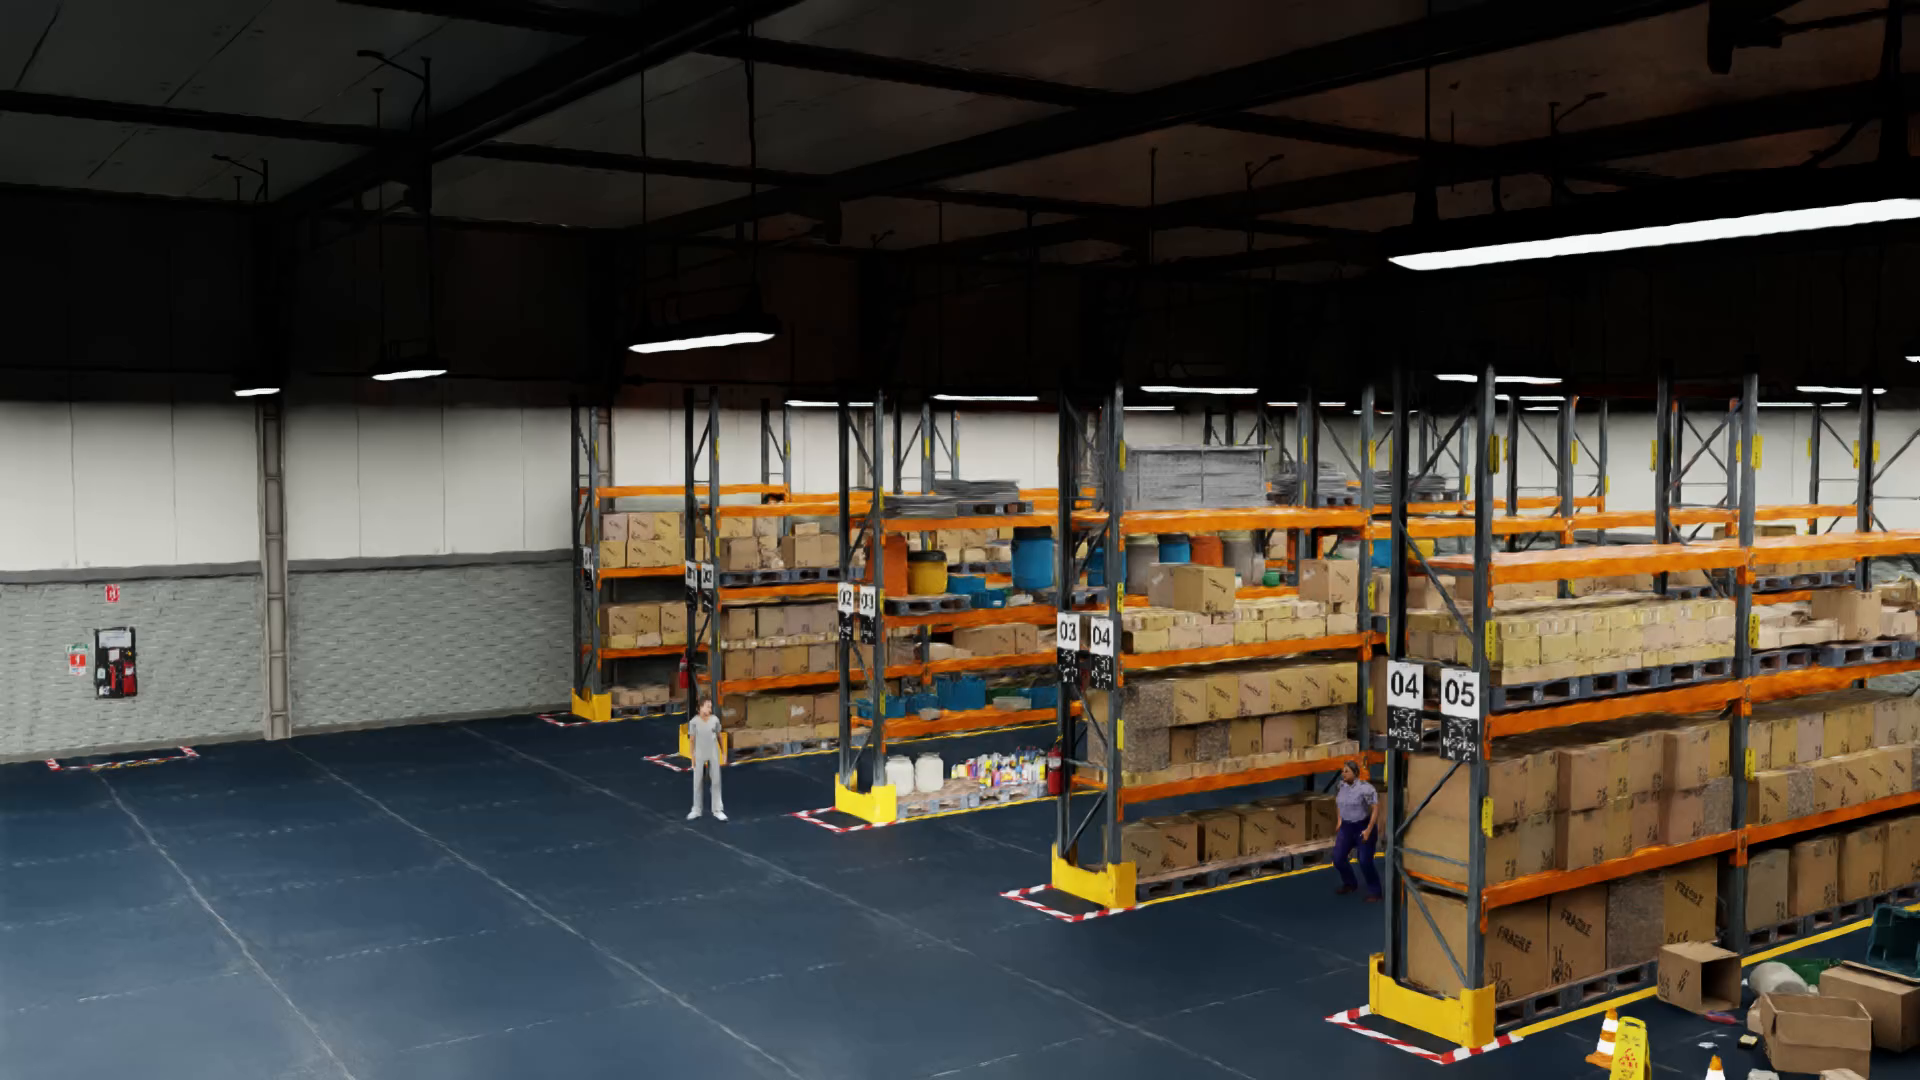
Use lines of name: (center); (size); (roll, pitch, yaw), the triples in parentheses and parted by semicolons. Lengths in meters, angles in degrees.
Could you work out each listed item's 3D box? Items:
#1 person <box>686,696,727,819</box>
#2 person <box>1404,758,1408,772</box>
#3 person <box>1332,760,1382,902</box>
person: (-3.459, 2.953, 22.624); (0.545, 1.674, 0.415); (-1, 4, -15)
person: (6.676, 2.935, 24.358); (0.519, 1.541, 0.566); (-3, 4, -37)
person: (4.469, 3.249, 18.707); (0.517, 1.596, 0.625); (-2, 4, -36)
